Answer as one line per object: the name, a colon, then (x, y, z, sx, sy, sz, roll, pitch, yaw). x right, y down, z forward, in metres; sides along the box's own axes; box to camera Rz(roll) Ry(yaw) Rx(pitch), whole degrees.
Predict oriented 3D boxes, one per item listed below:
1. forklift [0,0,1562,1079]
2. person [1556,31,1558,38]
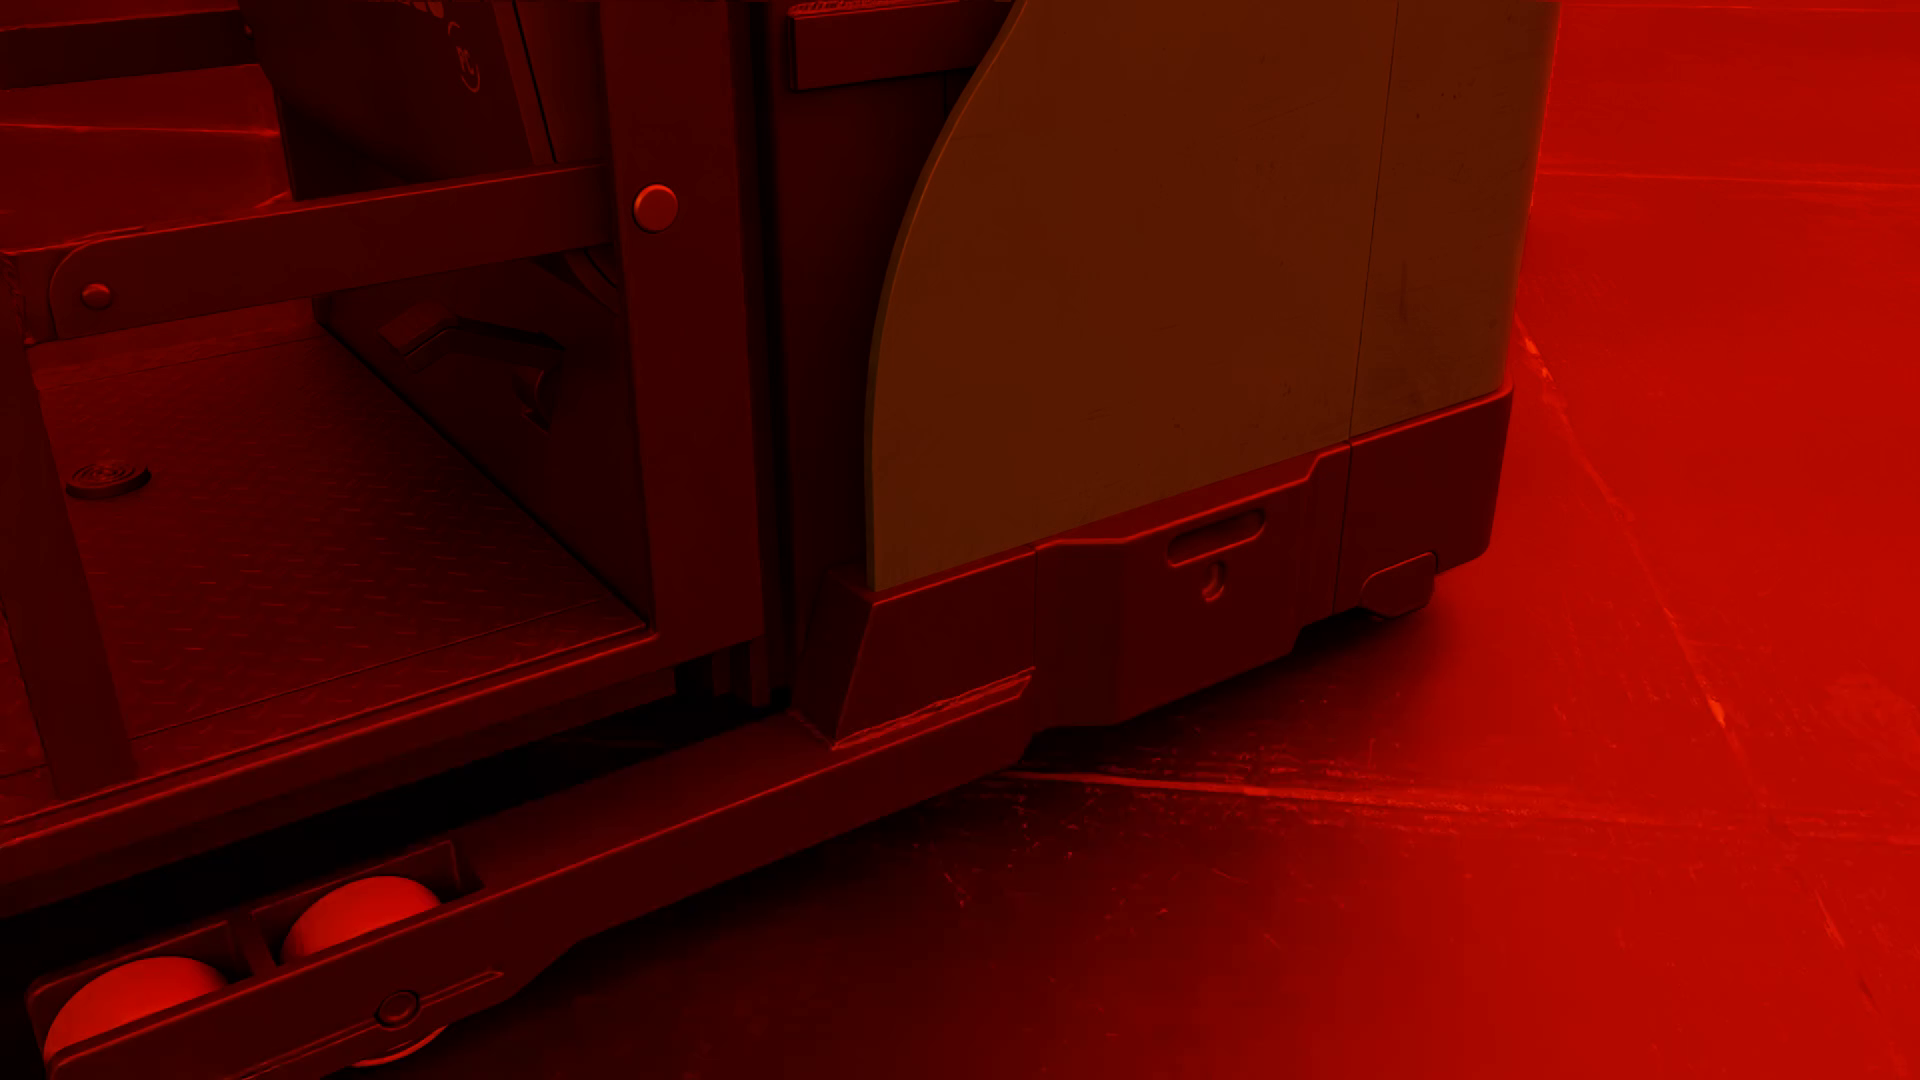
forklift: (-0.751, -1.048, 1.318, 3.031, 2.935, 1.130, -17, 31, -31)
person: (1.148, -1.487, 3.789, 0.890, 1.562, 0.496, 3, 27, 7)
